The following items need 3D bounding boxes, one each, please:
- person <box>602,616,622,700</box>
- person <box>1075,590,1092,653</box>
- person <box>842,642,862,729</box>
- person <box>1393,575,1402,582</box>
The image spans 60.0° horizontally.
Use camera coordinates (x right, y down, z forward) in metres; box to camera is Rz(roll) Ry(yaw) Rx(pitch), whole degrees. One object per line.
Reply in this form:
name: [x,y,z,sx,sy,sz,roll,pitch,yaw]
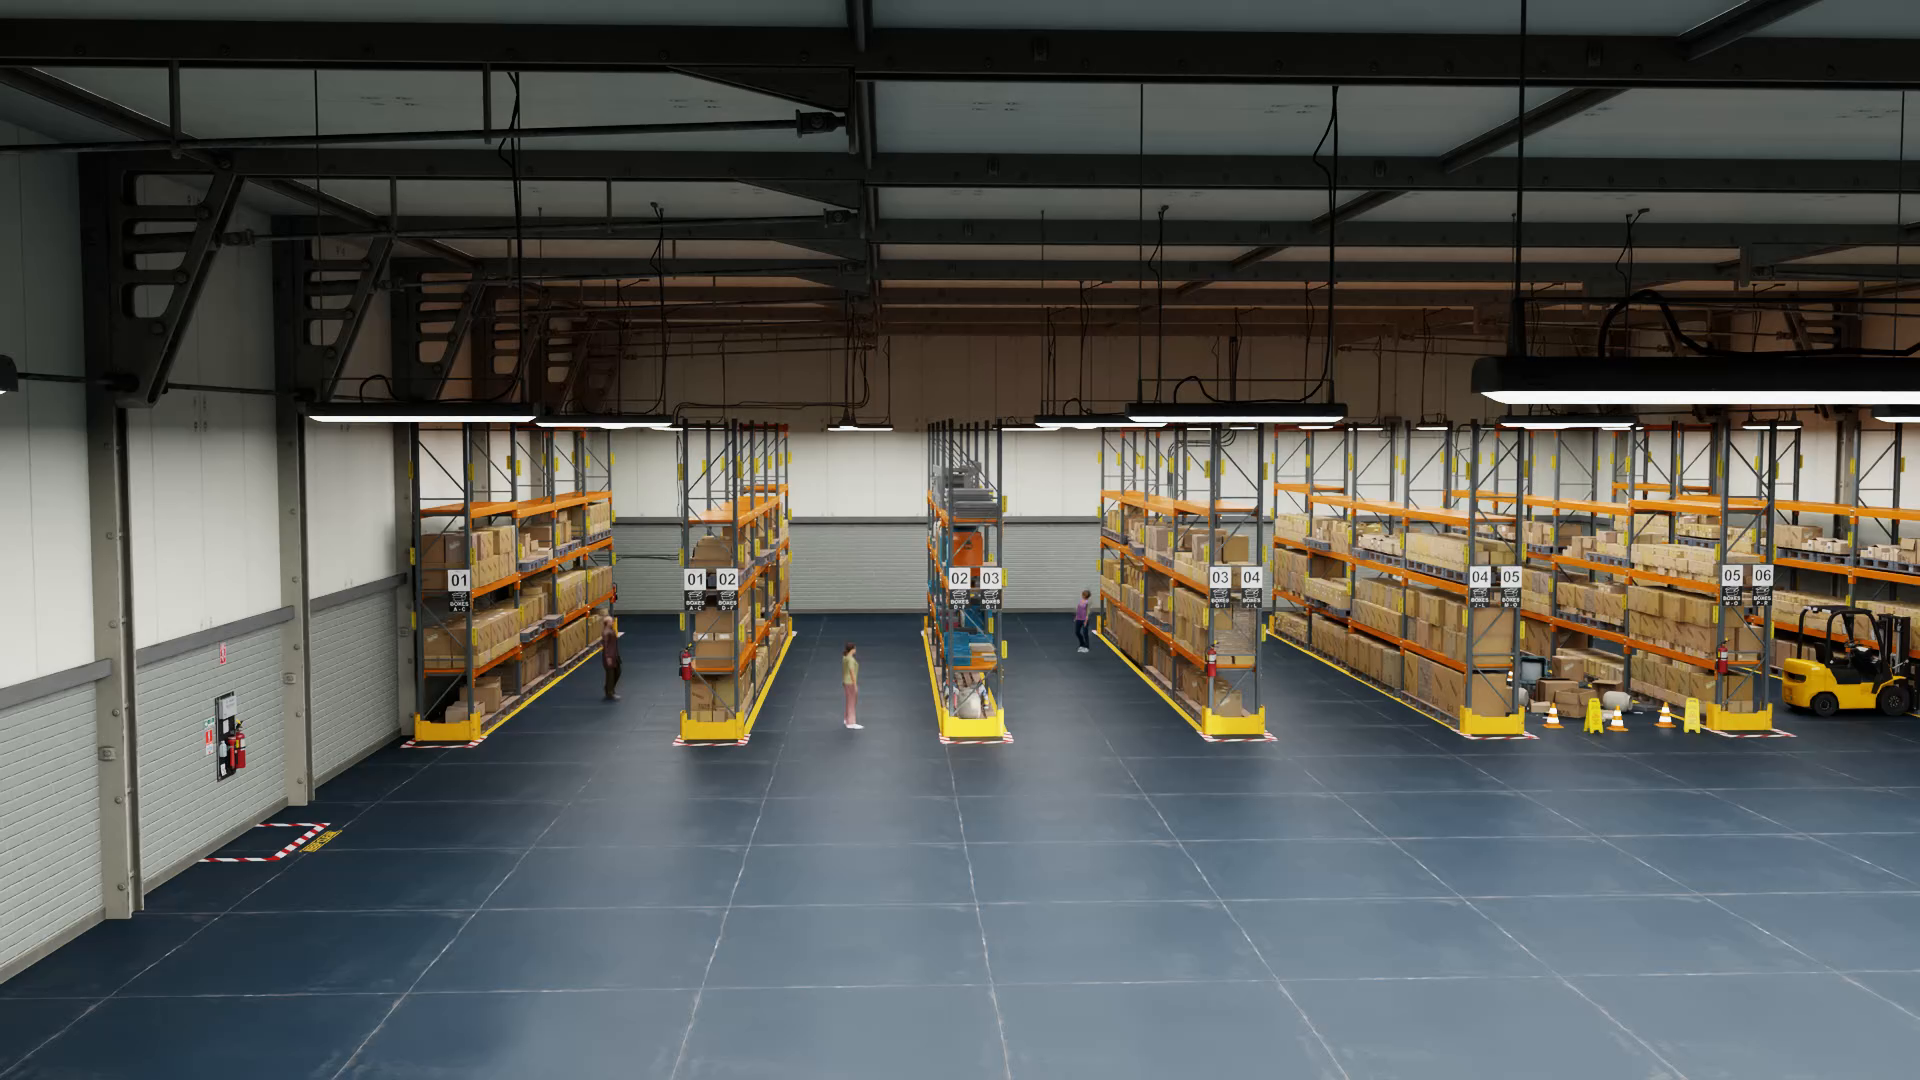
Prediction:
person: [-7.559,2.545,35.976,0.573,1.800,0.655,1,4,10]
person: [3.115,2.056,42.371,0.510,1.591,0.342,4,5,45]
person: [-2.120,2.847,32.356,0.354,1.735,0.515,-1,4,-17]
person: [13.541,1.580,51.580,0.741,1.644,0.530,-2,4,-30]
